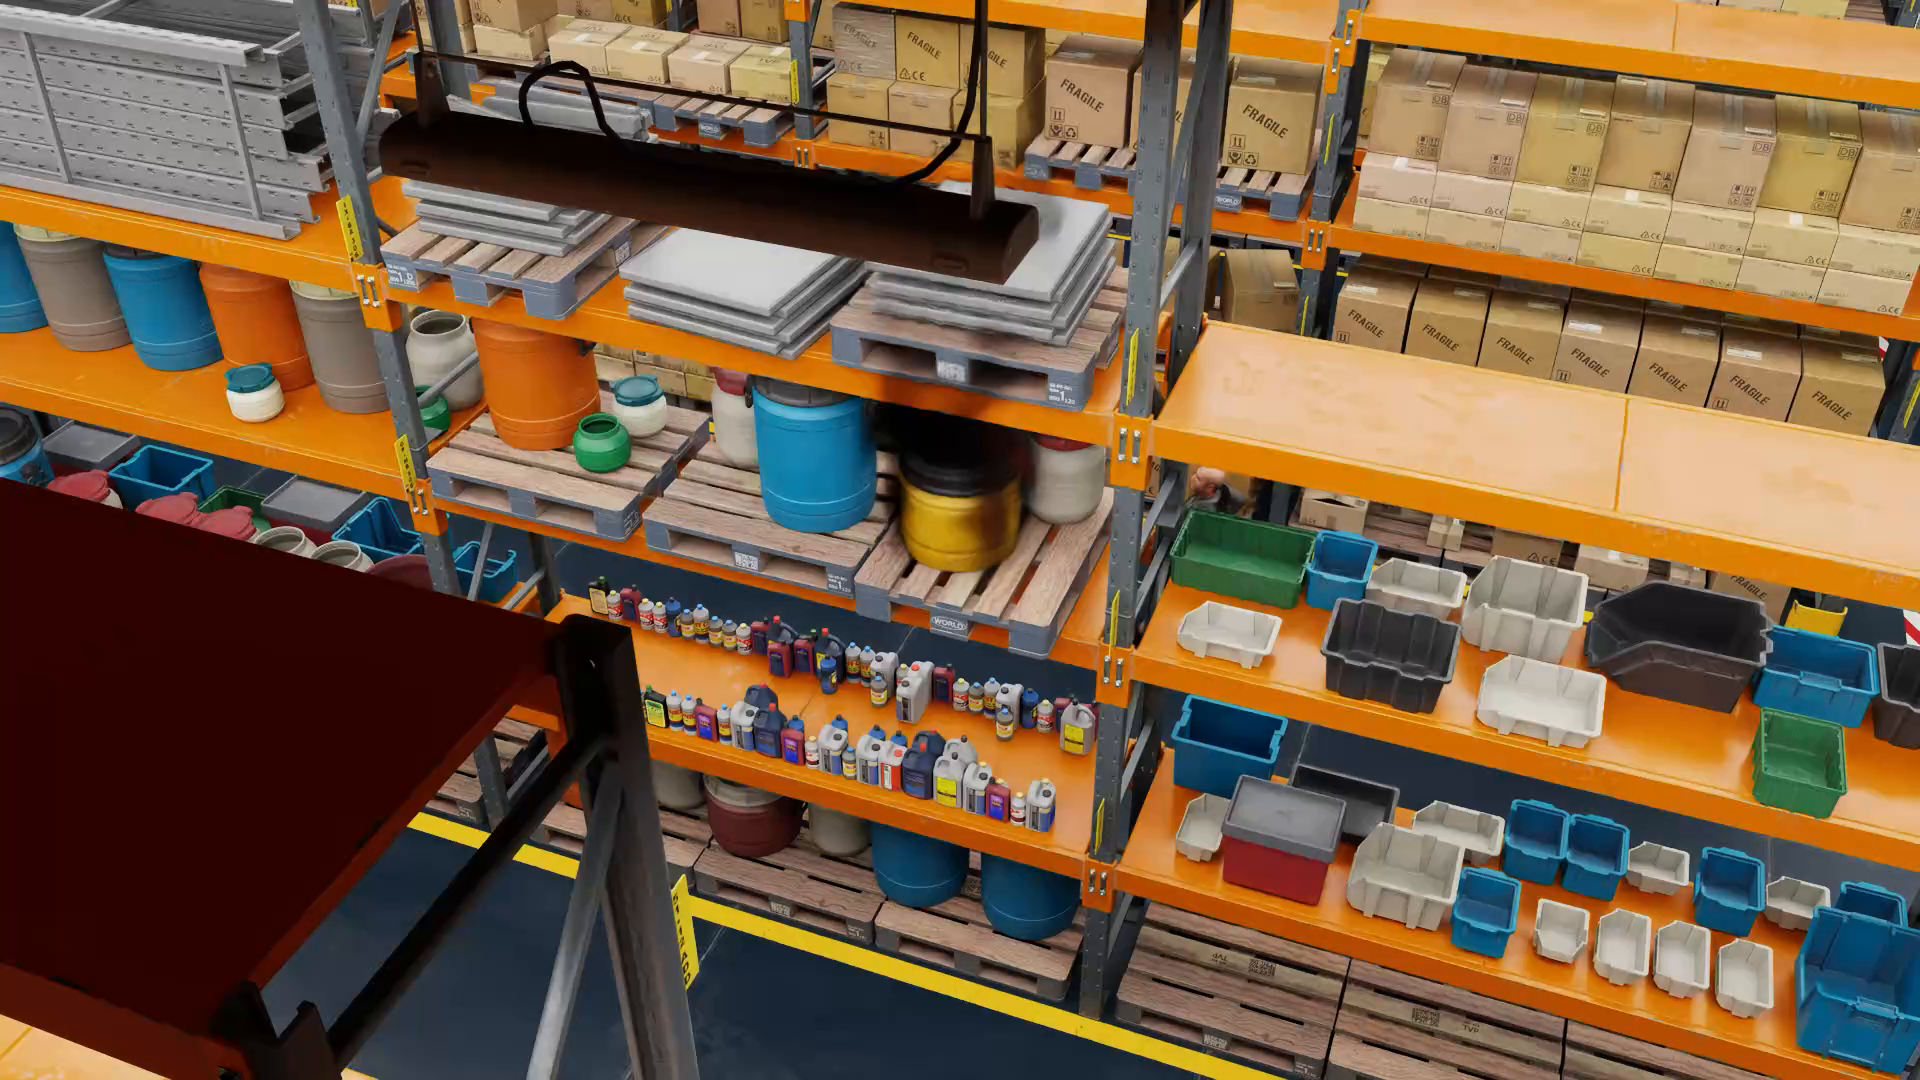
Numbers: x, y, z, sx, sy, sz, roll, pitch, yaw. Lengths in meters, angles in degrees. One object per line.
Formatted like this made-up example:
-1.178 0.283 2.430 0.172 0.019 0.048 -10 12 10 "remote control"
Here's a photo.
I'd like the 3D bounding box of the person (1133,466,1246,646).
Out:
1.637 0.165 11.716 0.947 1.720 0.668 7 37 9 "person"
